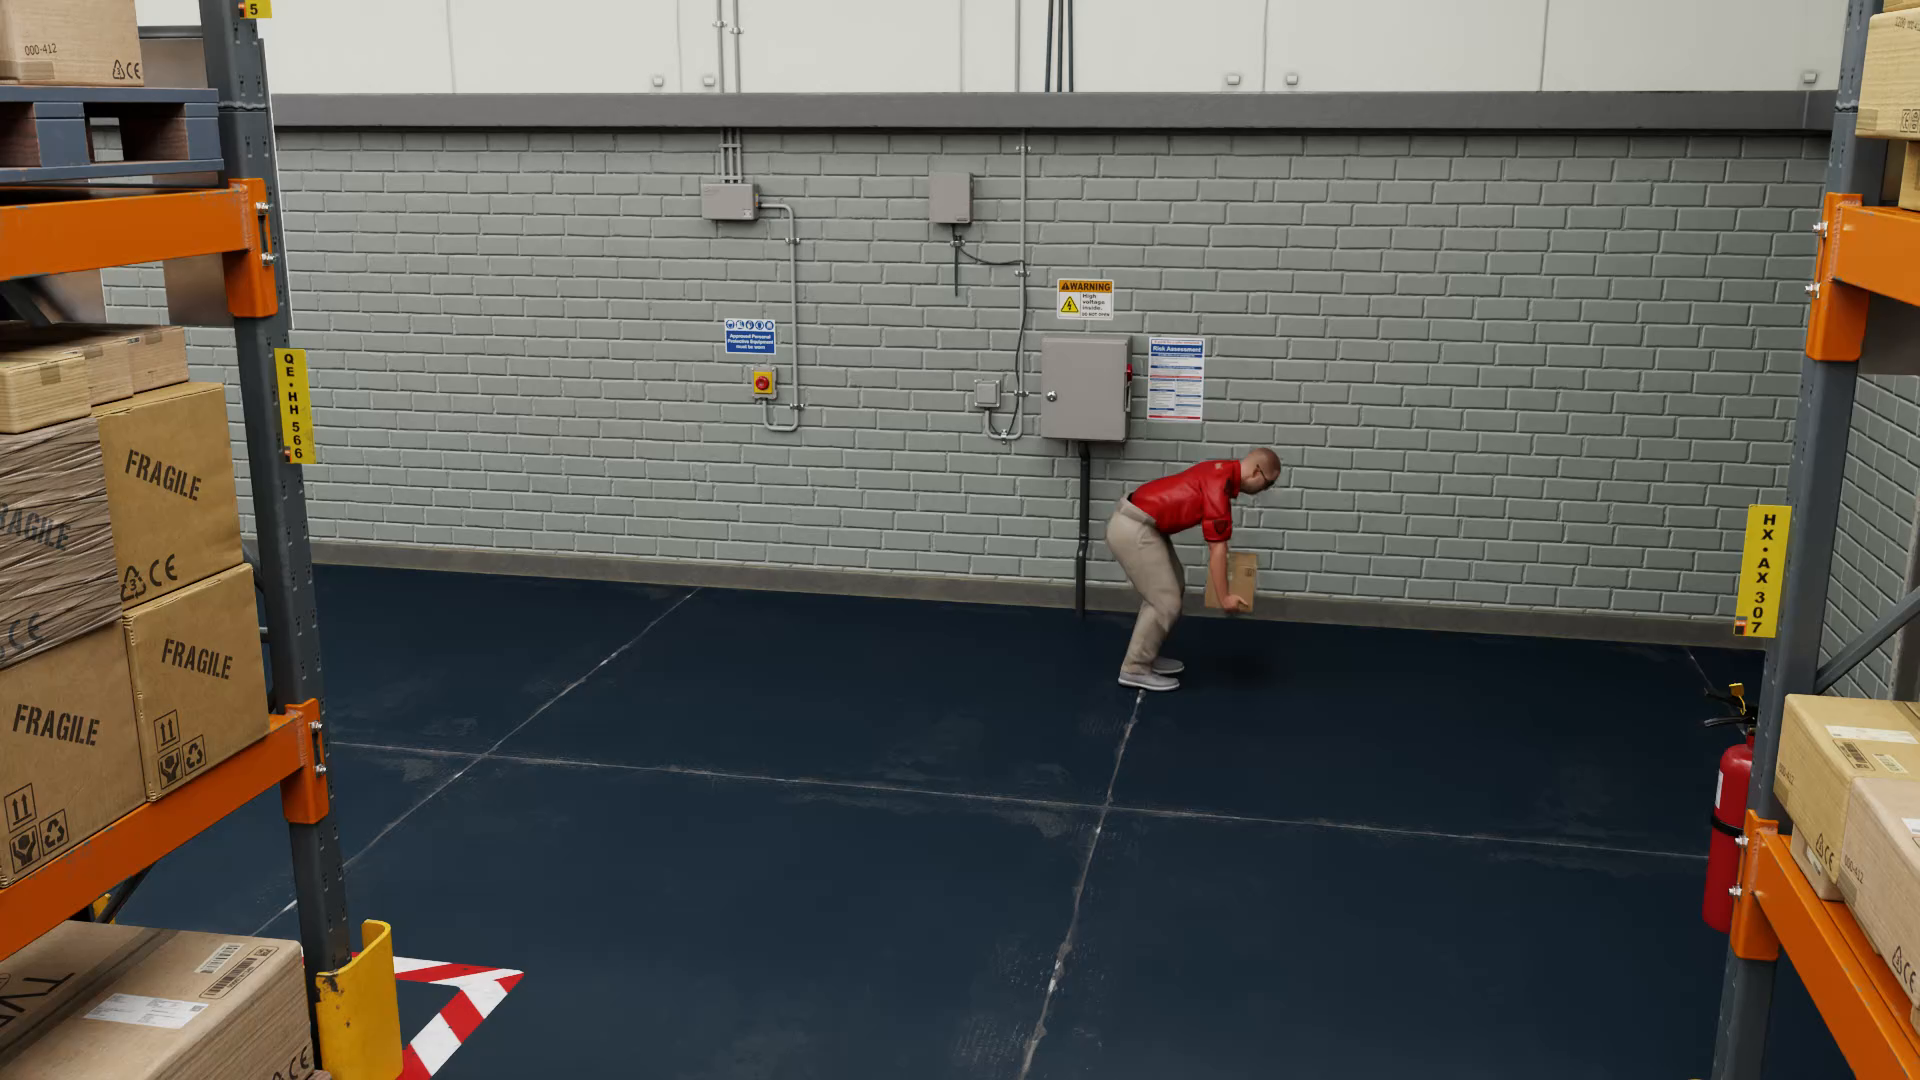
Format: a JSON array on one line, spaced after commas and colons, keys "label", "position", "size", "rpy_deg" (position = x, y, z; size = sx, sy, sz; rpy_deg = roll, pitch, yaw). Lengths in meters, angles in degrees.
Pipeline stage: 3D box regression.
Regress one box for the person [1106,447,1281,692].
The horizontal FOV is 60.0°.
[{"label": "person", "position": [1.231, 0.143, 8.869], "size": [0.898, 1.293, 0.492], "rpy_deg": [2, 15, 9]}]
